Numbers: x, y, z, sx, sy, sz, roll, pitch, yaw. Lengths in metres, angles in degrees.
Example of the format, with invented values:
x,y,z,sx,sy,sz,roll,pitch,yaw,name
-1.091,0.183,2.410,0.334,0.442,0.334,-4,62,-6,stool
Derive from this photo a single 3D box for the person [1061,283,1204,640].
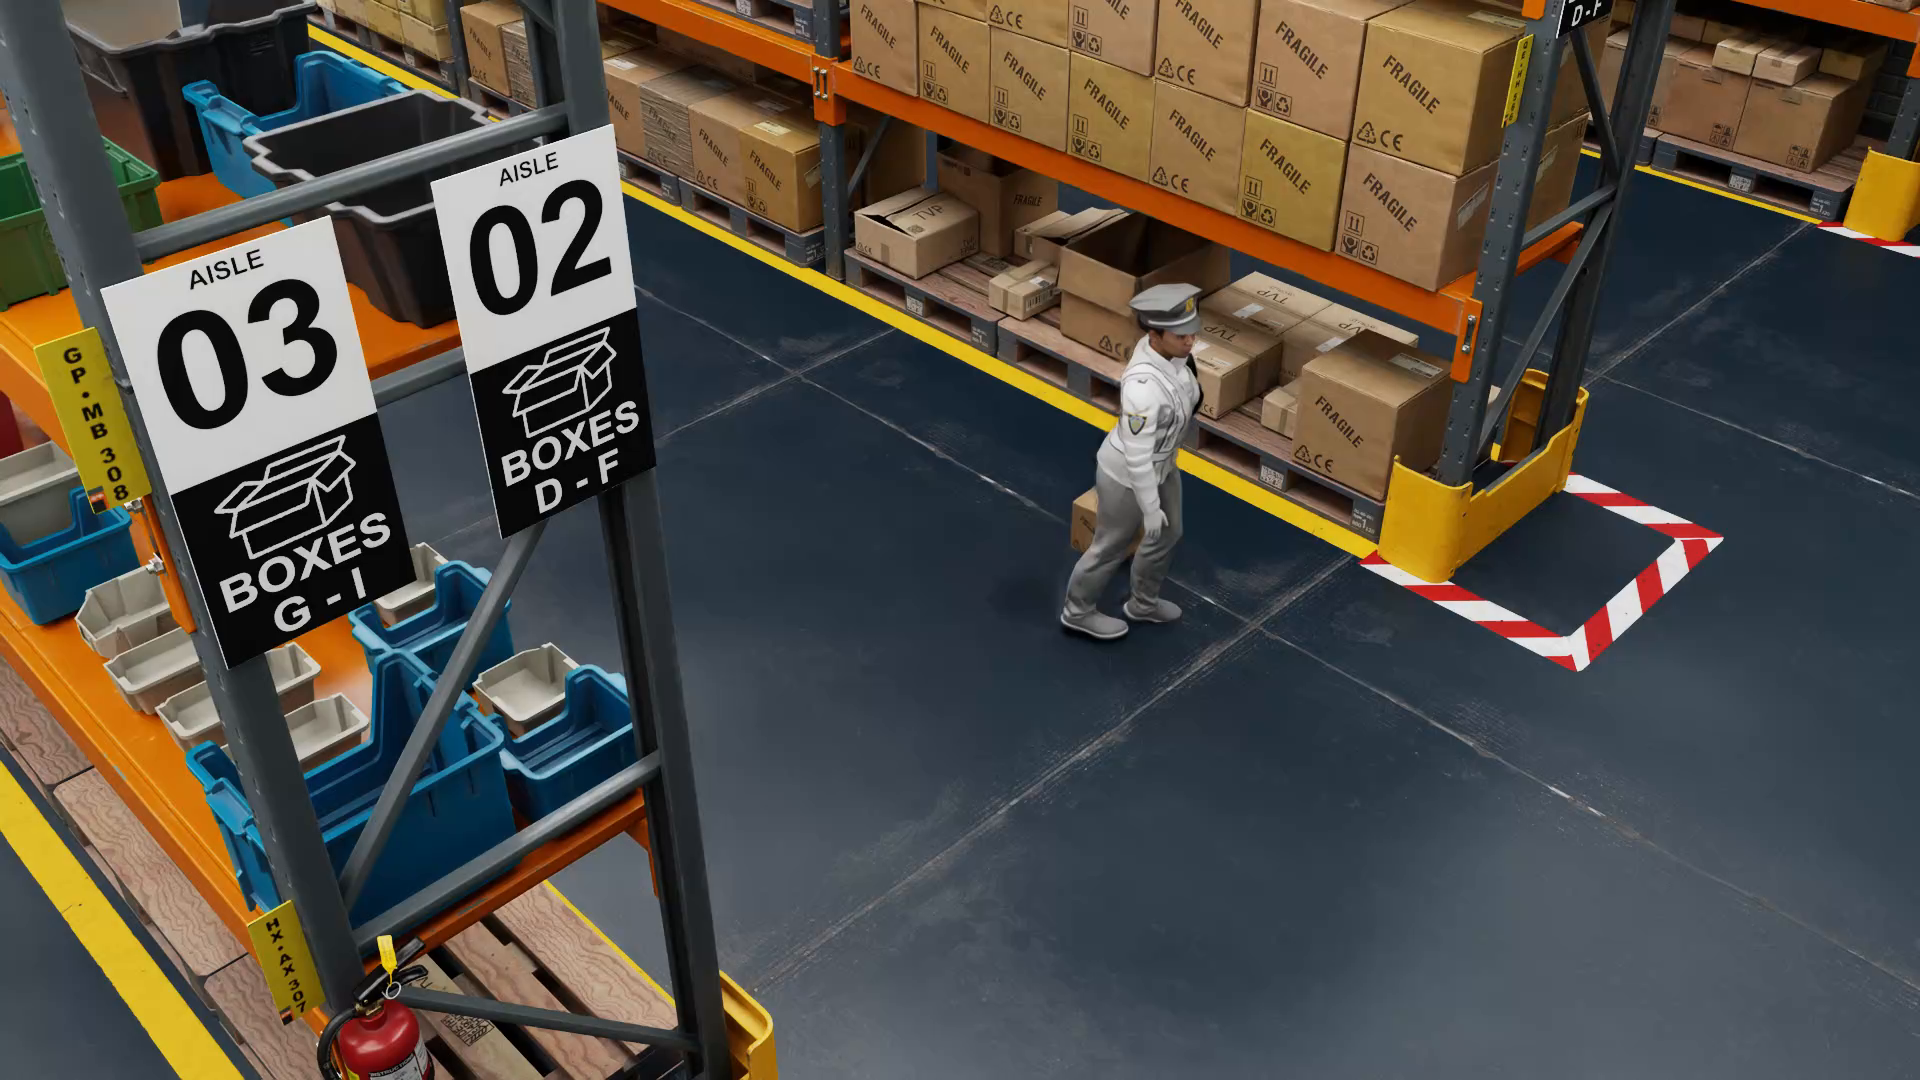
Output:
x,y,z,sx,sy,sz,roll,pitch,yaw,name
0.670,-0.264,6.521,0.491,1.719,0.580,15,38,20,person
